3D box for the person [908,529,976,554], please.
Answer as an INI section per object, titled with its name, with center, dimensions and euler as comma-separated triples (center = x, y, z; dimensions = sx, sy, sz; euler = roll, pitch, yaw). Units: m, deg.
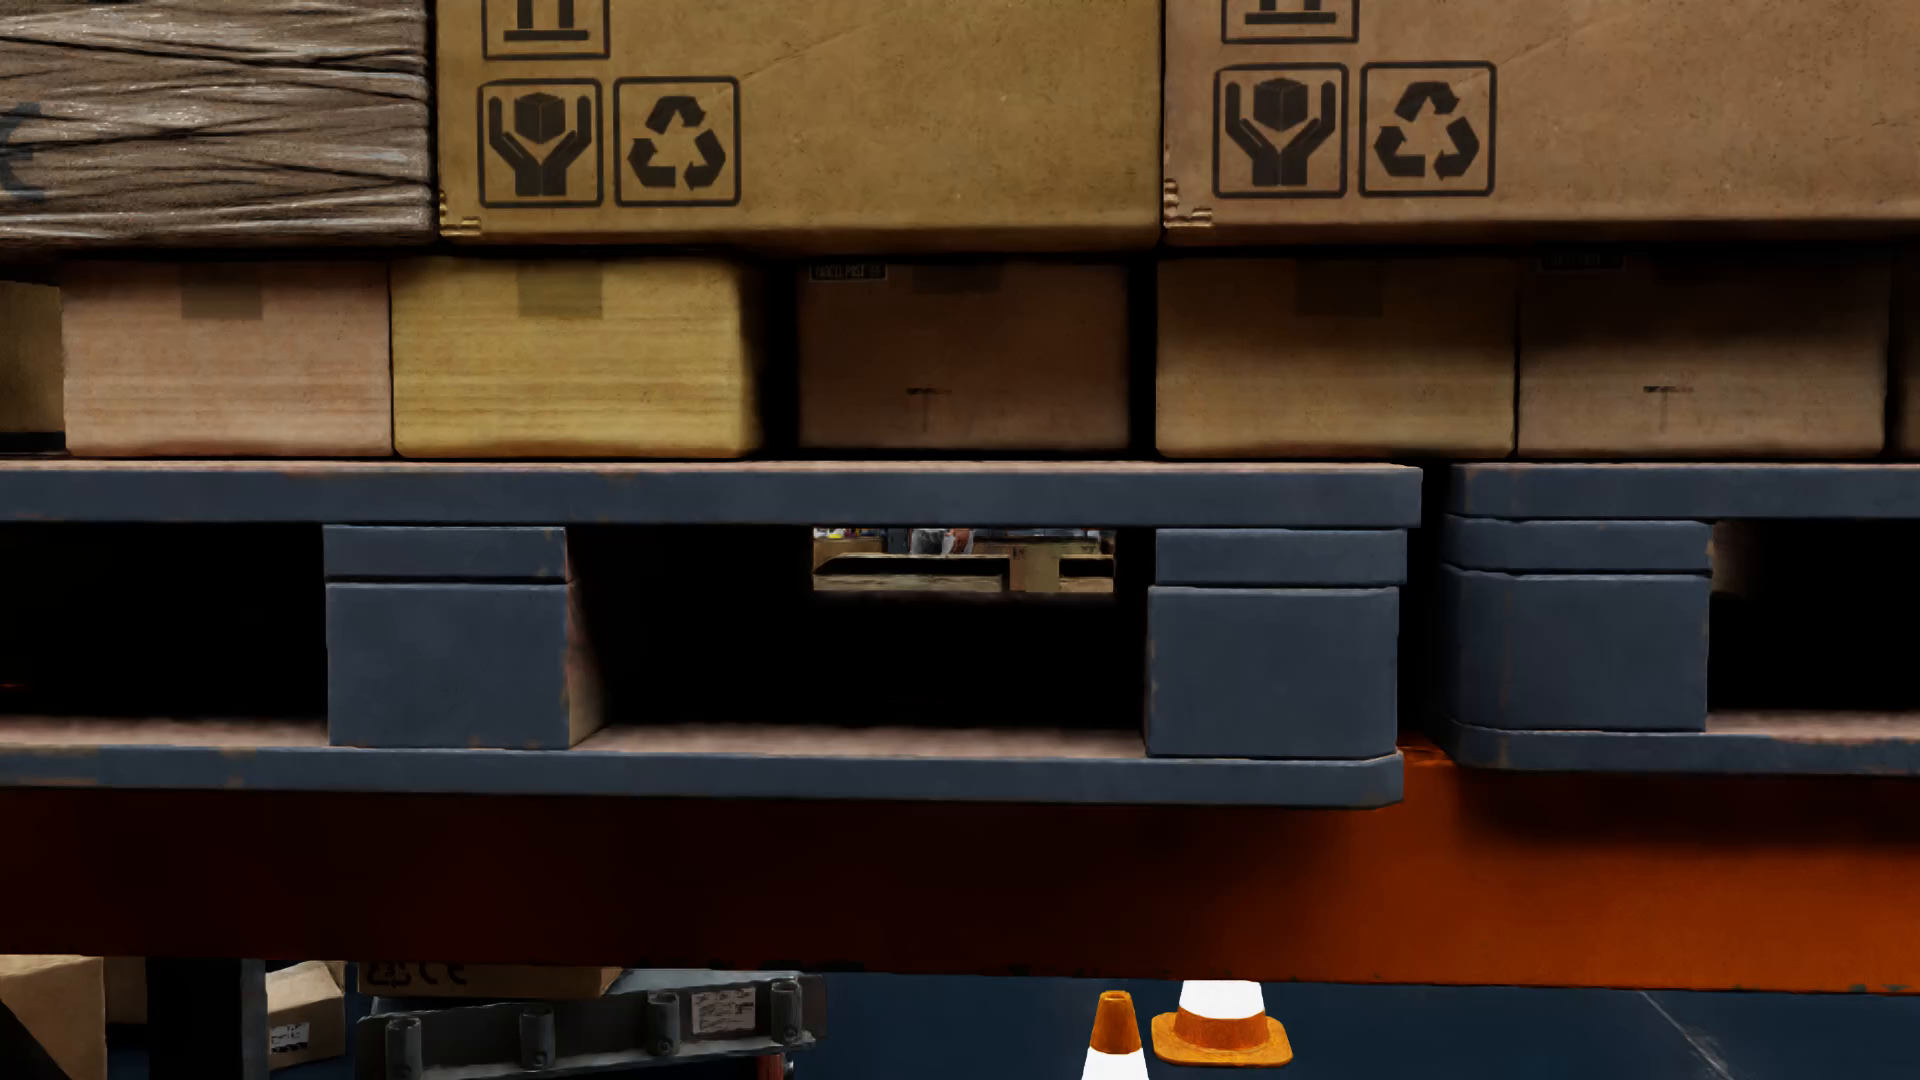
[person]
center = -0.145, -0.072, 10.150
dimensions = 0.689, 1.743, 0.523
euler = 2, 5, 28
